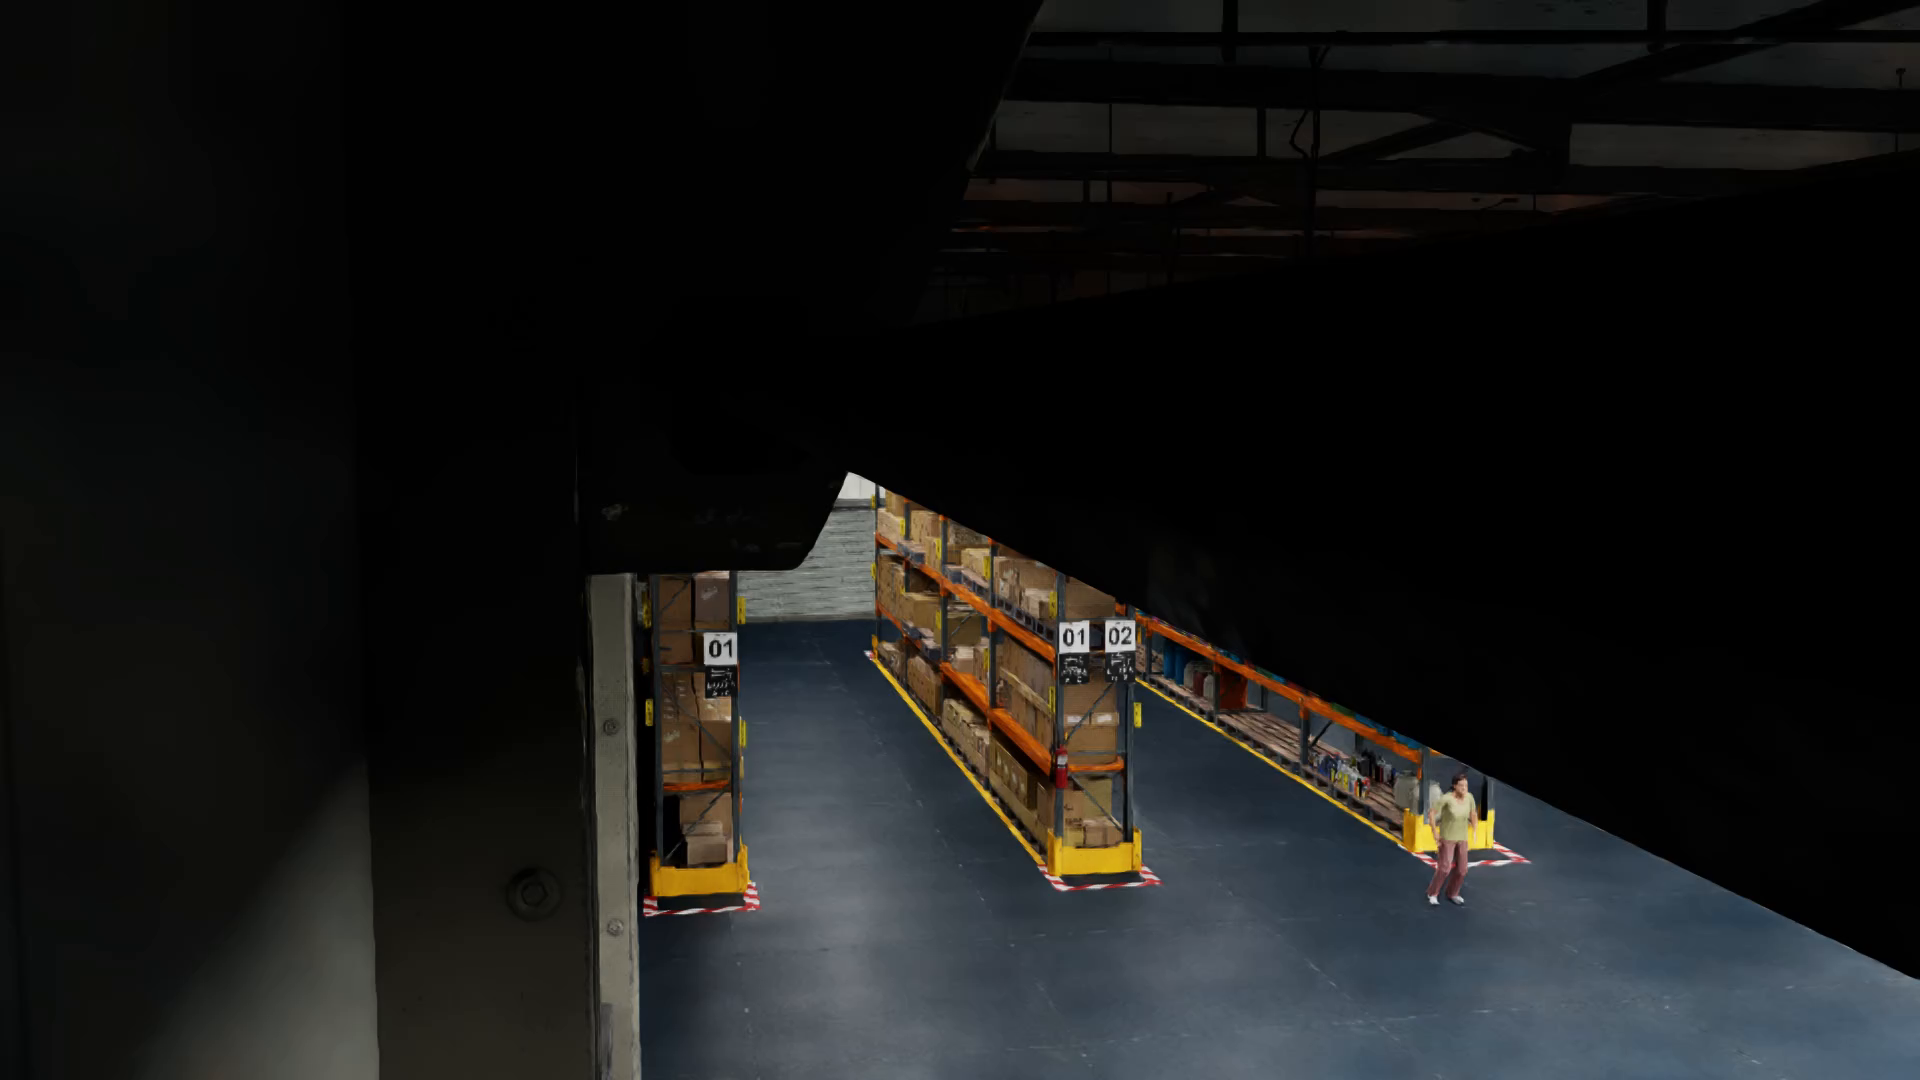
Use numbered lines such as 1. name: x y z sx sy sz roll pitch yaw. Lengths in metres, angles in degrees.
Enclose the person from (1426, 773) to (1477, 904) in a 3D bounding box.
1. person: 5.814 3.520 19.637 0.598 1.619 0.507 -1 6 -12
